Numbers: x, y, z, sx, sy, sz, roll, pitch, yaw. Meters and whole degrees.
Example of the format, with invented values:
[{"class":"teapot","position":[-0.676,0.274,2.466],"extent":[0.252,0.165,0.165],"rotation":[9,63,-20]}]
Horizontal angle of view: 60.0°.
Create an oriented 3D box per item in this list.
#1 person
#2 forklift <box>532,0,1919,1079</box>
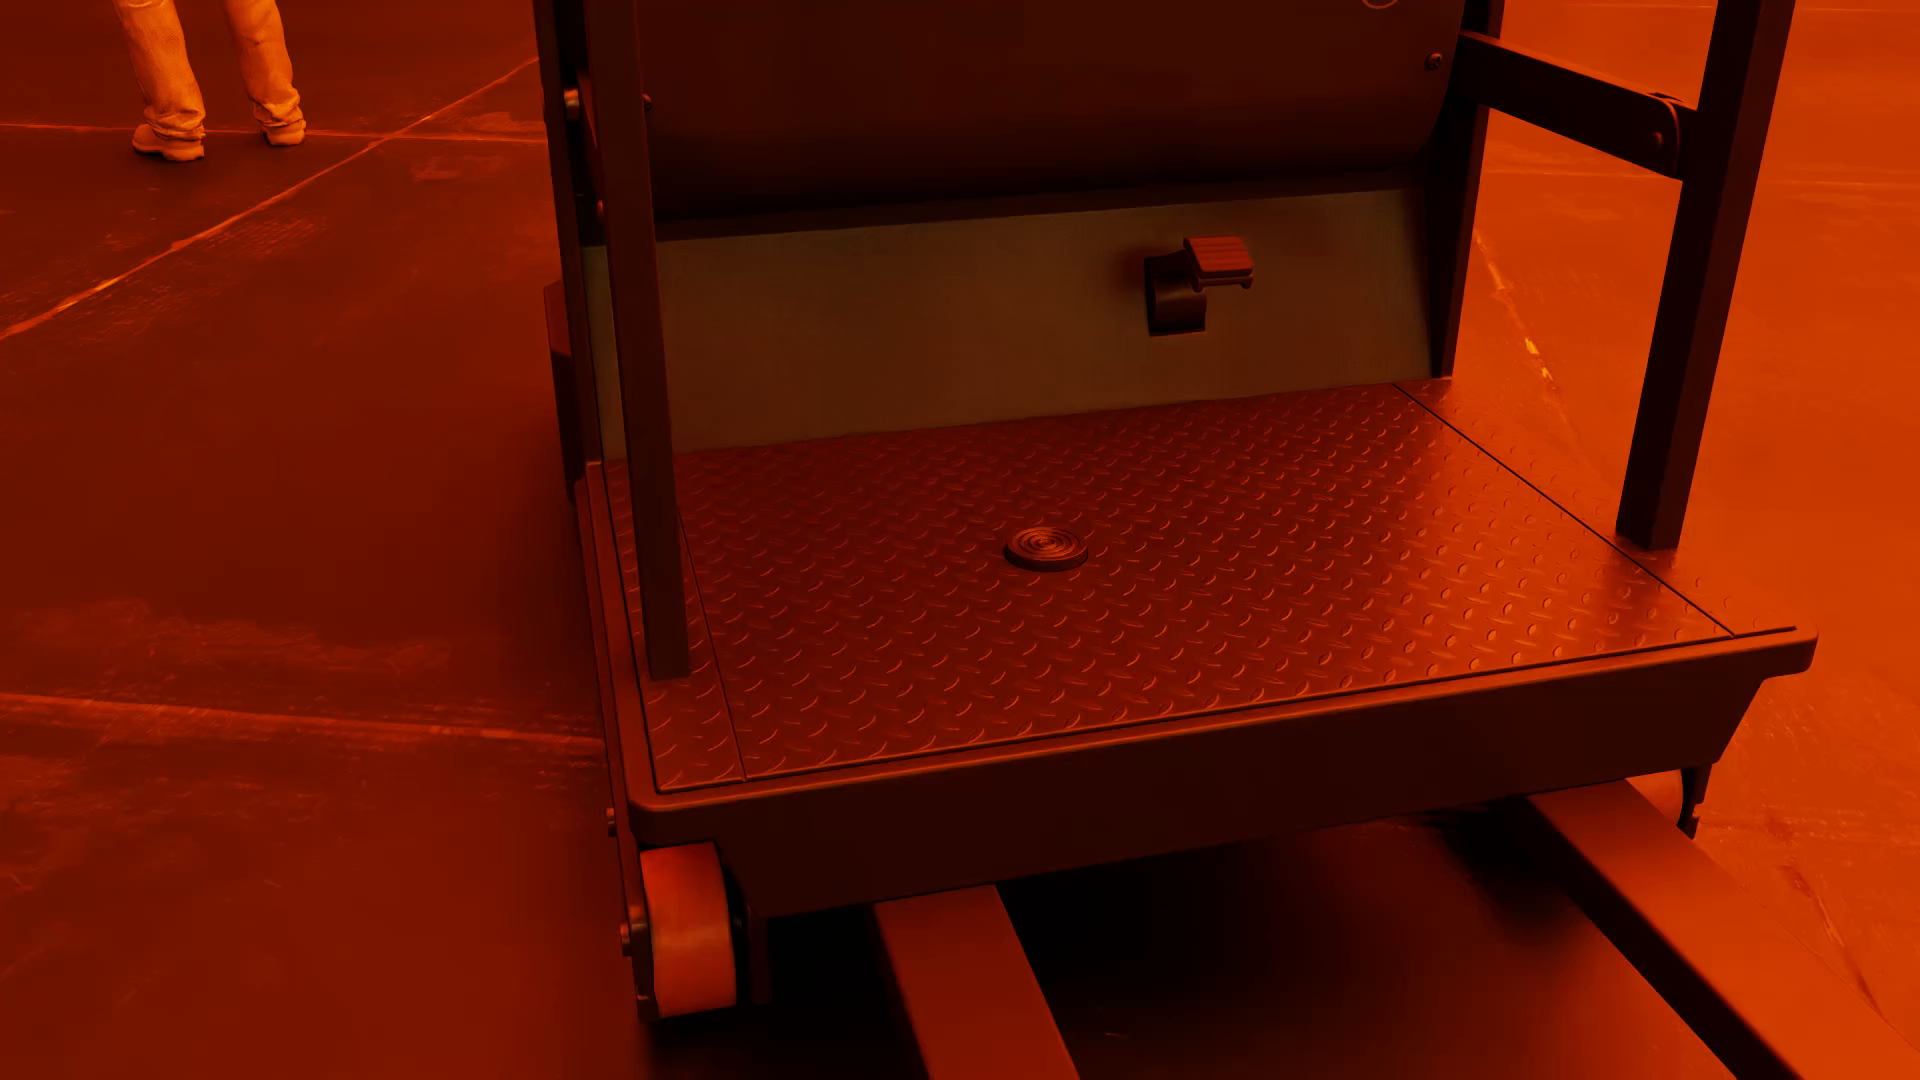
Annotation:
[{"class":"person","position":[-2.122,-1.909,4.342],"extent":[0.592,1.773,0.457],"rotation":[-21,33,-36]},{"class":"forklift","position":[0.153,-1.049,1.319],"extent":[1.130,2.935,3.031],"rotation":[-7,27,-13]}]
